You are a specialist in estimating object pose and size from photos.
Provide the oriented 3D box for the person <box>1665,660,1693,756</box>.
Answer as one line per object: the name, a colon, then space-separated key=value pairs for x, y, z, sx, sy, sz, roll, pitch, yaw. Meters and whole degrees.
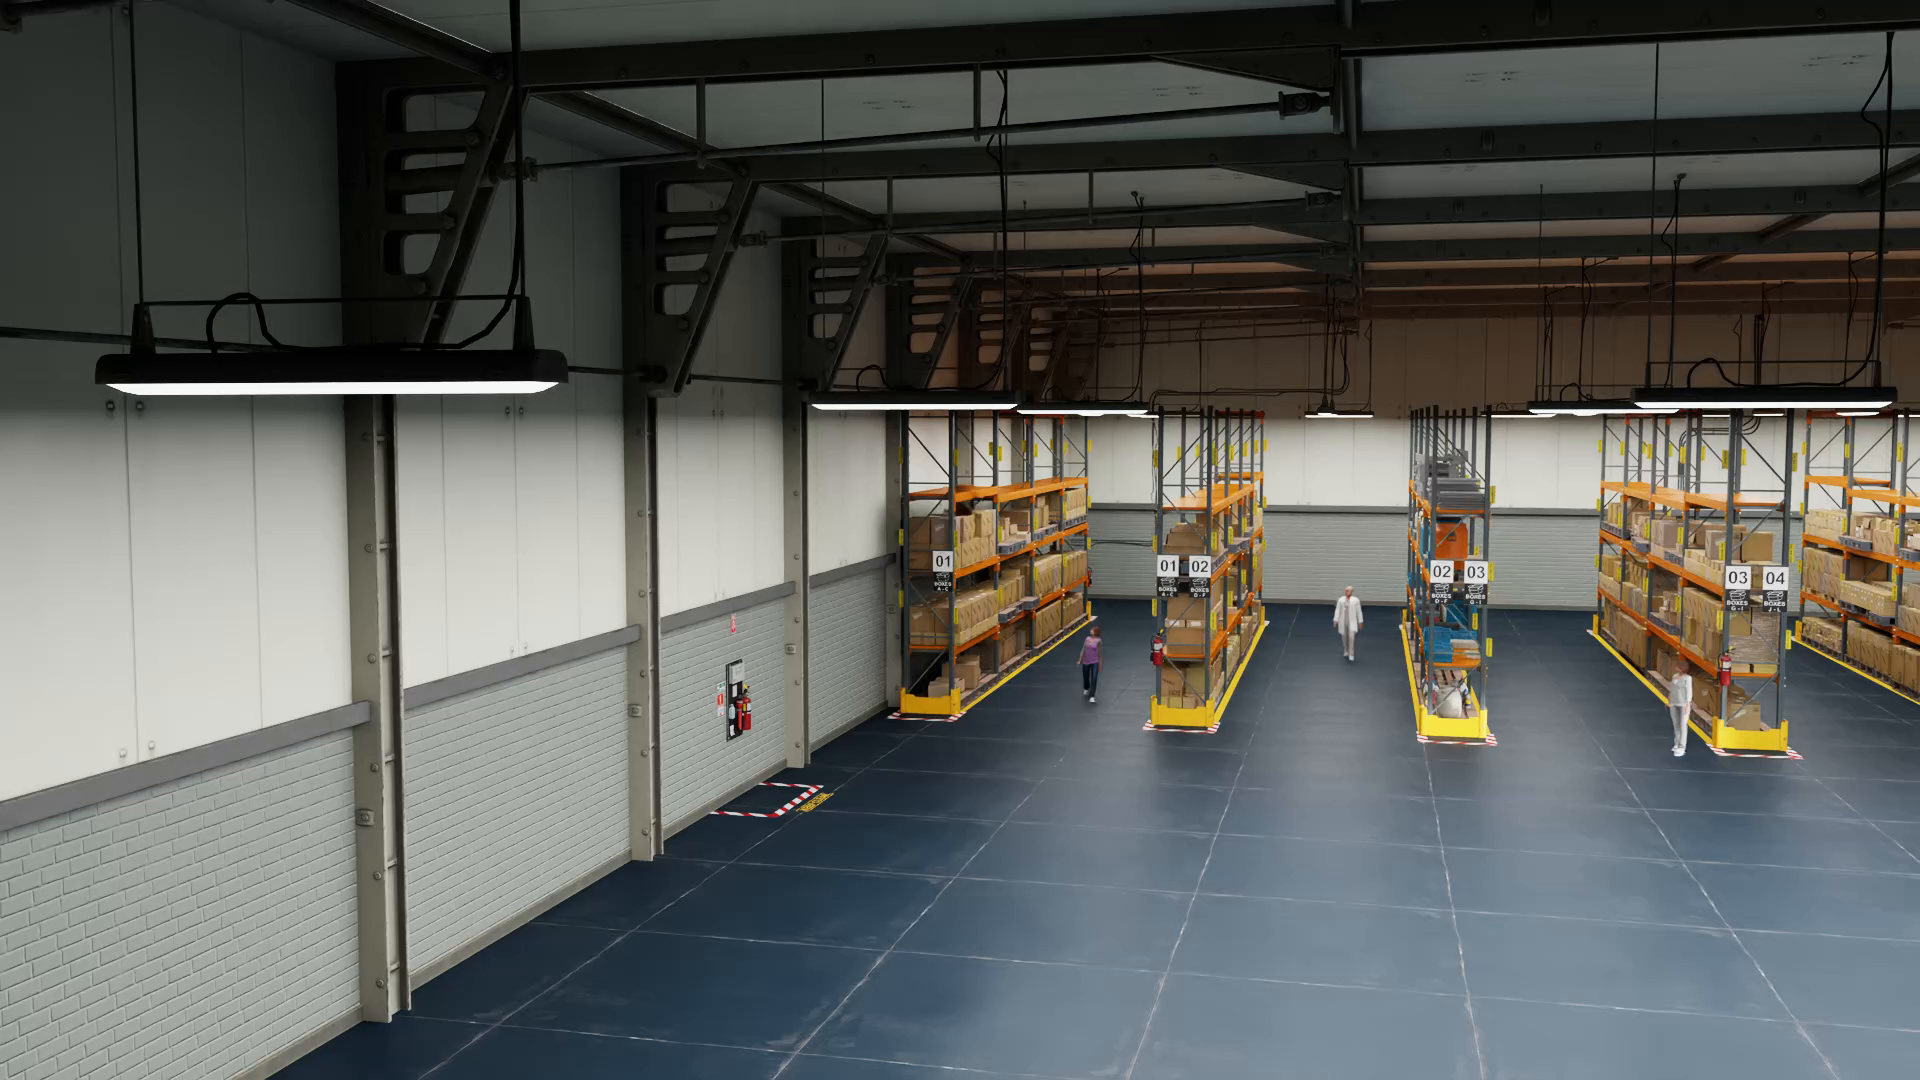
person: x=12.375 y=2.875 z=28.620 sx=0.492 sy=1.615 sz=0.433 roll=-4 pitch=5 yaw=-41

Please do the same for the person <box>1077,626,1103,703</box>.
person: x=2.653 y=2.514 z=33.946 sx=0.518 sy=1.516 sz=0.847 roll=0 pitch=4 yaw=4

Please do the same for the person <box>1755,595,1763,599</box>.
person: x=20.980 y=1.766 z=43.932 sx=0.461 sy=1.596 sz=1.033 roll=2 pitch=4 yaw=21

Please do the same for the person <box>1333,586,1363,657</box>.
person: x=9.306 y=1.948 z=39.849 sx=0.697 sy=1.674 sz=0.928 roll=1 pitch=4 yaw=14
